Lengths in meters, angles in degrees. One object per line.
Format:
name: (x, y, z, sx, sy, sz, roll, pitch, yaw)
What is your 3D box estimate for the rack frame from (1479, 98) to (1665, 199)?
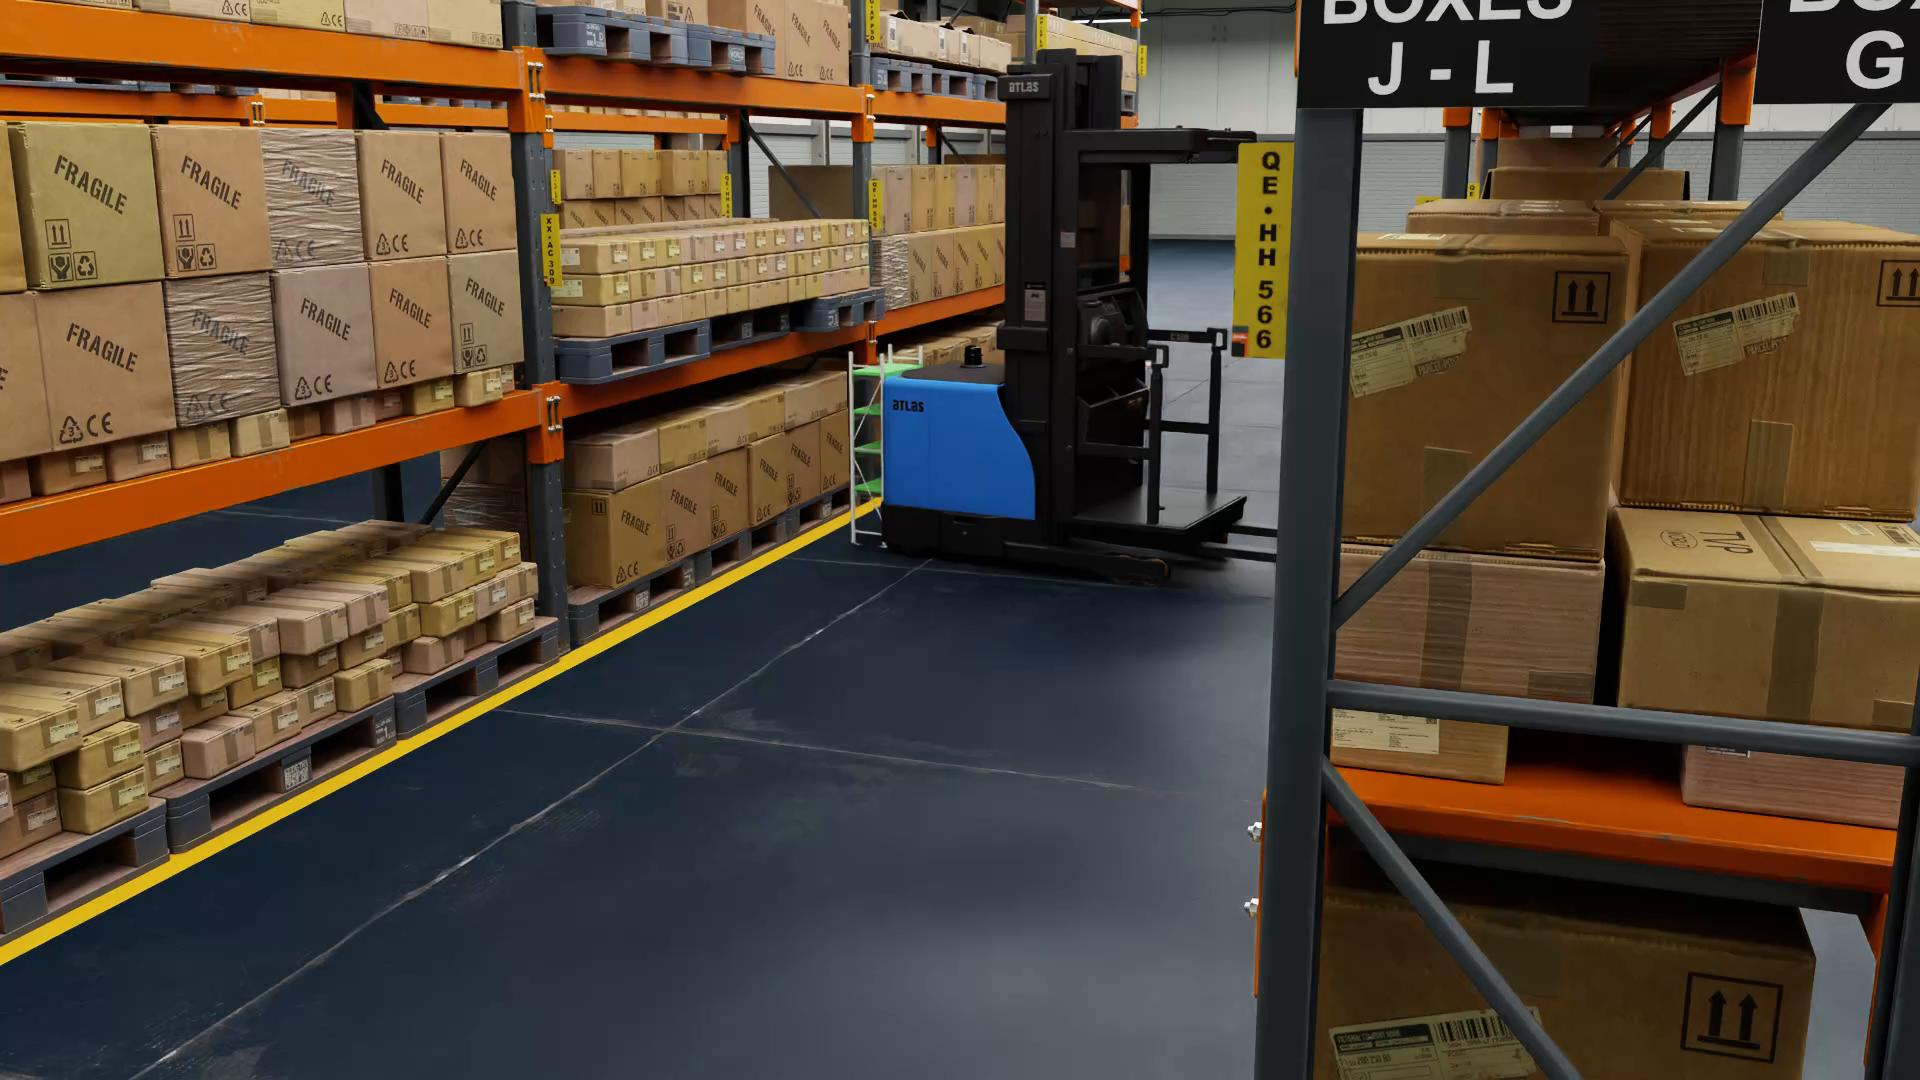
rack frame: (3.568, -1.403, 9.893, 1.000, 3.000, 0.127, 4, 14, 18)

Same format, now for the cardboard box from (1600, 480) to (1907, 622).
cardboard box: (1.552, 0.018, 3.336, 0.500, 0.250, 0.500, 4, 14, 18)

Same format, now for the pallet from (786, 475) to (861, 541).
pallet: (-1.347, -0.257, 11.141, 1.003, 0.211, 1.213, 4, 14, 18)

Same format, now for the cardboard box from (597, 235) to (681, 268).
cardboard box: (-1.654, -1.474, 8.489, 0.380, 0.149, 0.250, 4, 14, 19)

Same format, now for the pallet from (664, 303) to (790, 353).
pallet: (-1.694, -1.268, 9.733, 1.003, 0.211, 1.213, 4, 14, 18)

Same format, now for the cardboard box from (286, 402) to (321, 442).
cardboard box: (-2.680, -0.464, 6.344, 0.380, 0.149, 0.250, 4, 13, 18)

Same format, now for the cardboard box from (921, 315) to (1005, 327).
cardboard box: (0.086, -1.594, 14.843, 1.050, 0.750, 0.750, 4, 14, 18)

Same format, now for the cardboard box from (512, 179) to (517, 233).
cardboard box: (-4.447, -3.243, 16.120, 0.500, 0.500, 0.500, 4, 13, 17)

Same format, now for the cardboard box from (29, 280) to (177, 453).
cardboard box: (-2.955, -0.582, 5.403, 0.500, 0.500, 0.500, 5, 14, 19)

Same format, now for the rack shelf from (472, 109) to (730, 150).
rack shelf: (-3.867, -4.491, 18.300, 1.077, 0.370, 4.000, 4, 14, 18)

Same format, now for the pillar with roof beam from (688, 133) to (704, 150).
pillar with roof beam: (-1.040, -9.217, 30.648, 9.100, 9.000, 0.400, 4, 14, 18)

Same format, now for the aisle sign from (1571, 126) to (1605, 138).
aisle sign: (6.461, -4.346, 16.946, 0.394, 0.787, 0.004, 4, 14, 18)

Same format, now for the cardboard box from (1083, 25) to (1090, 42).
cardboard box: (1.052, -4.926, 16.191, 0.380, 0.149, 0.250, 4, 14, 18)

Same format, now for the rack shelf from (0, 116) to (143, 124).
rack shelf: (-9.860, -4.006, 16.173, 1.077, 0.370, 4.000, 4, 14, 18)

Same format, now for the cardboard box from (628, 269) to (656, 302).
cardboard box: (-1.742, -1.271, 8.267, 0.380, 0.149, 0.250, 4, 13, 17)

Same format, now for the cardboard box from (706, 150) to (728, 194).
cardboard box: (-3.179, -4.359, 19.703, 0.700, 0.500, 0.500, 4, 13, 17)

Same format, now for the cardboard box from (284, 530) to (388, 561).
cardboard box: (-2.839, 0.067, 7.577, 0.380, 0.149, 0.250, 5, 14, 21)

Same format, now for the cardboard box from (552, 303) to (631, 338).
cardboard box: (-1.824, -1.071, 8.060, 0.380, 0.149, 0.250, 4, 13, 16)

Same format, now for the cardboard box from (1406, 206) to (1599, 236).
cardboard box: (1.546, -0.703, 4.809, 0.500, 0.500, 0.500, 4, 13, 17)

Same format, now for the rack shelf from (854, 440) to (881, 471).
rack shelf: (-0.456, -0.536, 10.427, 0.258, 0.148, 0.480, 6, 14, 26)

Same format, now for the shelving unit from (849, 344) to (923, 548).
shelving unit: (-0.456, -0.598, 10.413, 0.258, 1.200, 0.503, 6, 14, 26)

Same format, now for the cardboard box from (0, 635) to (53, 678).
cardboard box: (-3.472, 0.446, 5.920, 0.380, 0.149, 0.250, 5, 14, 20)

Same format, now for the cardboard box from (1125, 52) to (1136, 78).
cardboard box: (1.602, -5.130, 17.983, 0.500, 0.250, 0.500, 5, 14, 19)

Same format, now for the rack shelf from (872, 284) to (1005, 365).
rack shelf: (-0.445, -1.852, 13.476, 1.077, 0.370, 4.000, 4, 14, 18)

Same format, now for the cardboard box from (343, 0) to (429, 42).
cardboard box: (-2.462, -2.101, 6.549, 0.500, 0.250, 0.500, 4, 14, 18)

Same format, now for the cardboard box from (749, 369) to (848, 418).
cardboard box: (-1.066, -0.970, 10.985, 0.500, 0.250, 0.500, 4, 13, 17)

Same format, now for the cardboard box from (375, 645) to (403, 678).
cardboard box: (-2.579, 0.509, 6.980, 0.380, 0.149, 0.250, 4, 13, 17)

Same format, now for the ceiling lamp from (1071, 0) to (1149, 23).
ceiling lamp: (3.954, -15.007, 42.898, 2.000, 3.185, 0.800, 4, 14, 18)

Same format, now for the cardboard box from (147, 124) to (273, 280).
cardboard box: (-2.776, -1.176, 5.757, 0.500, 0.500, 0.500, 4, 13, 17)

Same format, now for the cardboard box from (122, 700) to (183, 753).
cardboard box: (-2.949, 0.631, 5.776, 0.380, 0.149, 0.250, 4, 13, 16)

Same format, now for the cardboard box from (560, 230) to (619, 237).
cardboard box: (-2.102, -1.628, 9.162, 0.380, 0.149, 0.250, 4, 13, 17)

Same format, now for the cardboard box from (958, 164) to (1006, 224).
cardboard box: (0.047, -3.055, 14.659, 0.700, 0.500, 0.500, 4, 13, 17)

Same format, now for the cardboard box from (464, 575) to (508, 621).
cardboard box: (-2.263, 0.248, 7.454, 0.380, 0.149, 0.250, 4, 13, 16)

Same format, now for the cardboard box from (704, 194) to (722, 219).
cardboard box: (-3.135, -3.860, 19.767, 0.500, 0.500, 0.500, 4, 13, 17)

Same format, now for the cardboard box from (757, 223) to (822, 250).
cardboard box: (-1.068, -1.853, 10.149, 0.380, 0.149, 0.250, 5, 14, 20)

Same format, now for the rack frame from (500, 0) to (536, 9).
rack frame: (-2.387, -3.864, 7.193, 1.000, 3.000, 0.127, 4, 14, 18)

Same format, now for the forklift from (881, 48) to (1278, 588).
forklift: (1.069, -1.295, 9.573, 3.031, 2.935, 1.130, 7, 14, 27)

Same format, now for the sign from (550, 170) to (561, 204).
sign: (-3.988, -3.484, 16.408, 0.100, 0.325, 0.005, 4, 14, 18)

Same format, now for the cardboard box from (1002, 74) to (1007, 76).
cardboard box: (0.264, -4.478, 16.021, 0.380, 0.149, 0.250, 4, 14, 19)

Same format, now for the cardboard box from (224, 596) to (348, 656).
cardboard box: (-2.608, 0.330, 6.429, 0.380, 0.149, 0.250, 4, 13, 16)

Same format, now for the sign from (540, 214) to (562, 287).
sign: (-1.871, -1.324, 7.600, 0.100, 0.325, 0.005, 4, 14, 18)

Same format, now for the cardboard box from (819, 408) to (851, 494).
cardboard box: (-1.058, -0.610, 11.093, 0.500, 0.500, 0.500, 4, 14, 18)

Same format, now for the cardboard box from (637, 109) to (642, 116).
cardboard box: (-3.681, -4.672, 18.038, 0.380, 0.149, 0.250, 4, 14, 19)

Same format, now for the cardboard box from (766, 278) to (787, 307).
cardboard box: (-1.237, -1.457, 9.750, 0.380, 0.149, 0.250, 5, 14, 20)

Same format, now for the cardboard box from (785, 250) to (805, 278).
cardboard box: (-1.153, -1.655, 9.950, 0.380, 0.149, 0.250, 4, 14, 18)

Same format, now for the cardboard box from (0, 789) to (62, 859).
cardboard box: (-3.127, 0.887, 5.322, 0.380, 0.149, 0.250, 5, 14, 19)

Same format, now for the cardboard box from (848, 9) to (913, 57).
cardboard box: (-0.650, -3.590, 11.767, 0.500, 0.311, 0.500, 4, 14, 18)

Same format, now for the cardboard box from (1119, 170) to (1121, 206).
cardboard box: (1.249, -3.867, 17.927, 0.875, 0.550, 0.550, 4, 14, 18)

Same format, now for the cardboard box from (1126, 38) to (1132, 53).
cardboard box: (1.626, -5.300, 17.831, 0.380, 0.149, 0.250, 4, 14, 19)

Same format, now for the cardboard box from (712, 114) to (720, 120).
cardboard box: (-3.071, -5.045, 19.676, 0.380, 0.149, 0.250, 4, 14, 19)

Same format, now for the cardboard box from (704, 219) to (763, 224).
cardboard box: (-1.510, -2.013, 10.852, 0.380, 0.149, 0.250, 4, 13, 17)

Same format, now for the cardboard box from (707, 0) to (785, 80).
cardboard box: (-1.352, -2.943, 9.674, 0.500, 0.500, 0.500, 4, 14, 18)
